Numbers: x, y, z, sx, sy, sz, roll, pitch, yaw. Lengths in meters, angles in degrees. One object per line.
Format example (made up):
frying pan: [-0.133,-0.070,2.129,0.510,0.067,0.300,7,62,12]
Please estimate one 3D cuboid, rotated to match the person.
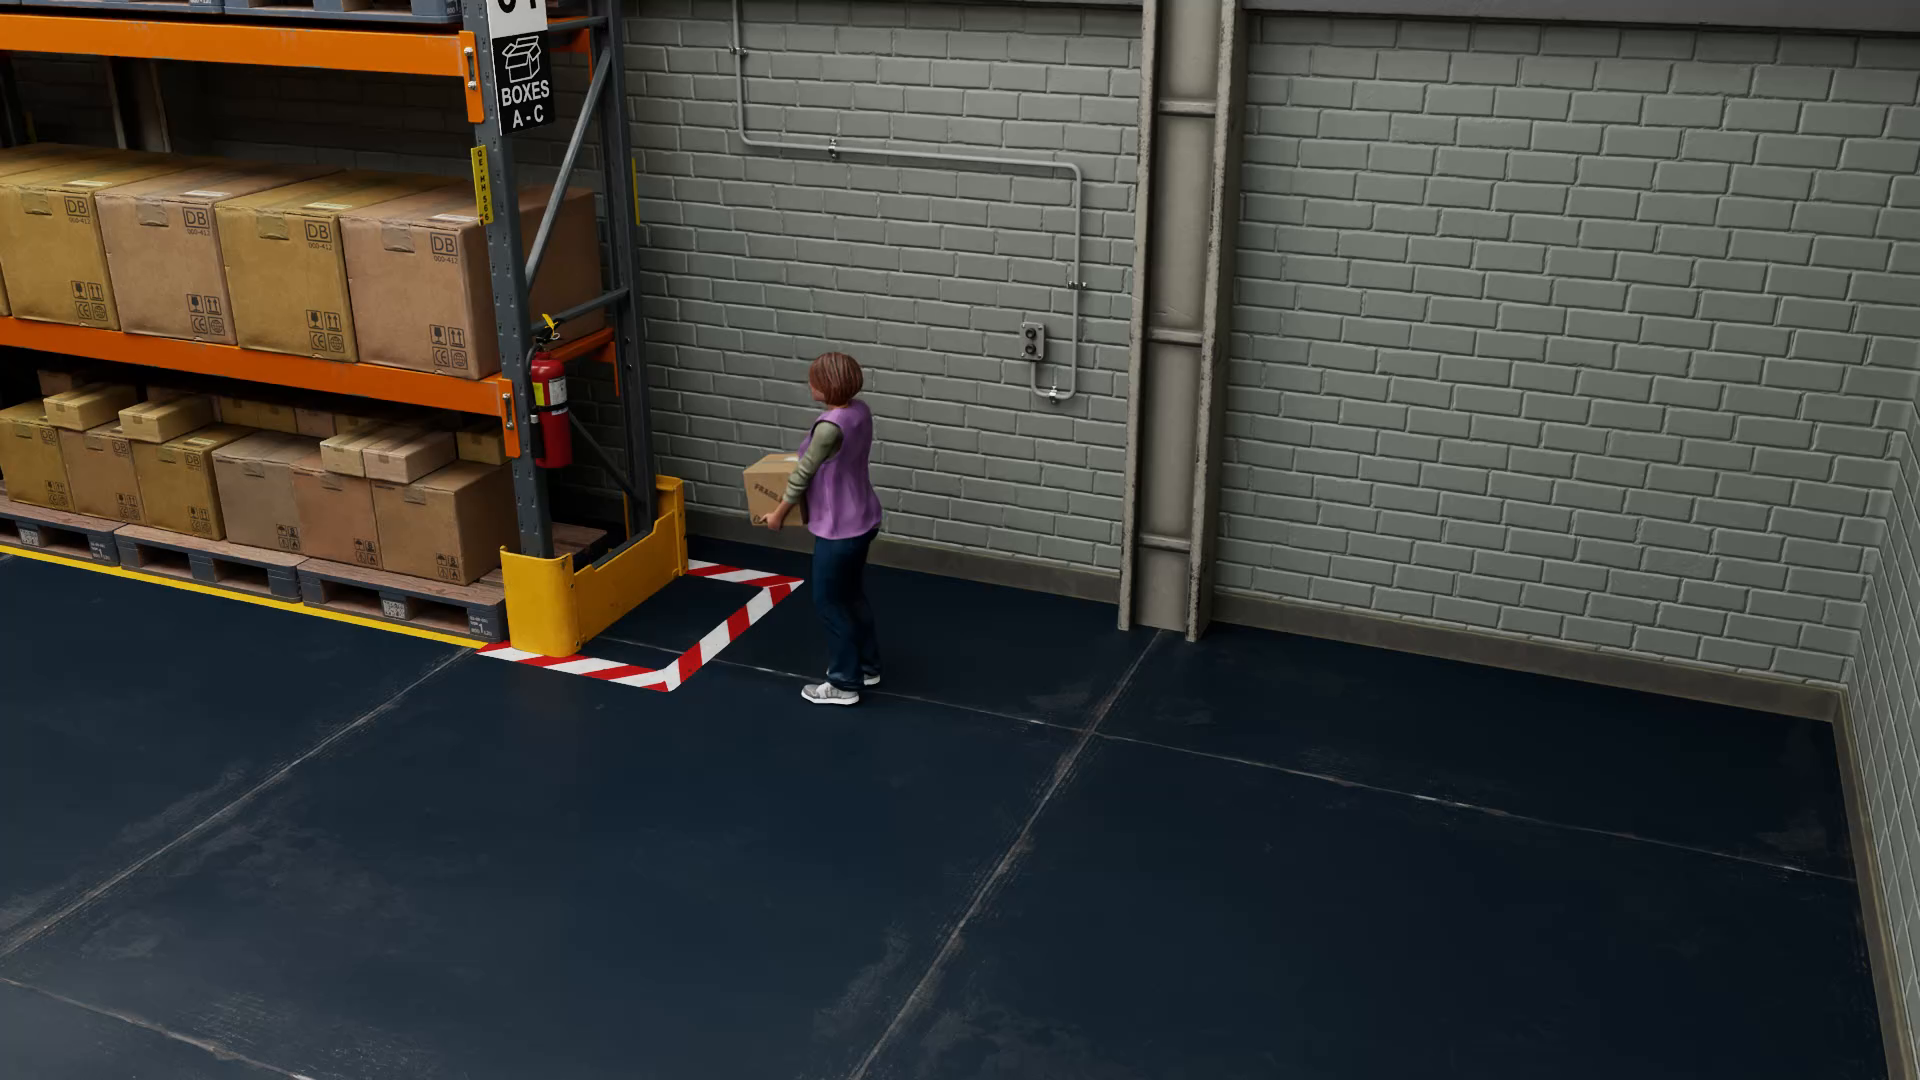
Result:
person: [-0.591,-0.058,7.250,0.500,1.599,0.375,8,24,19]
